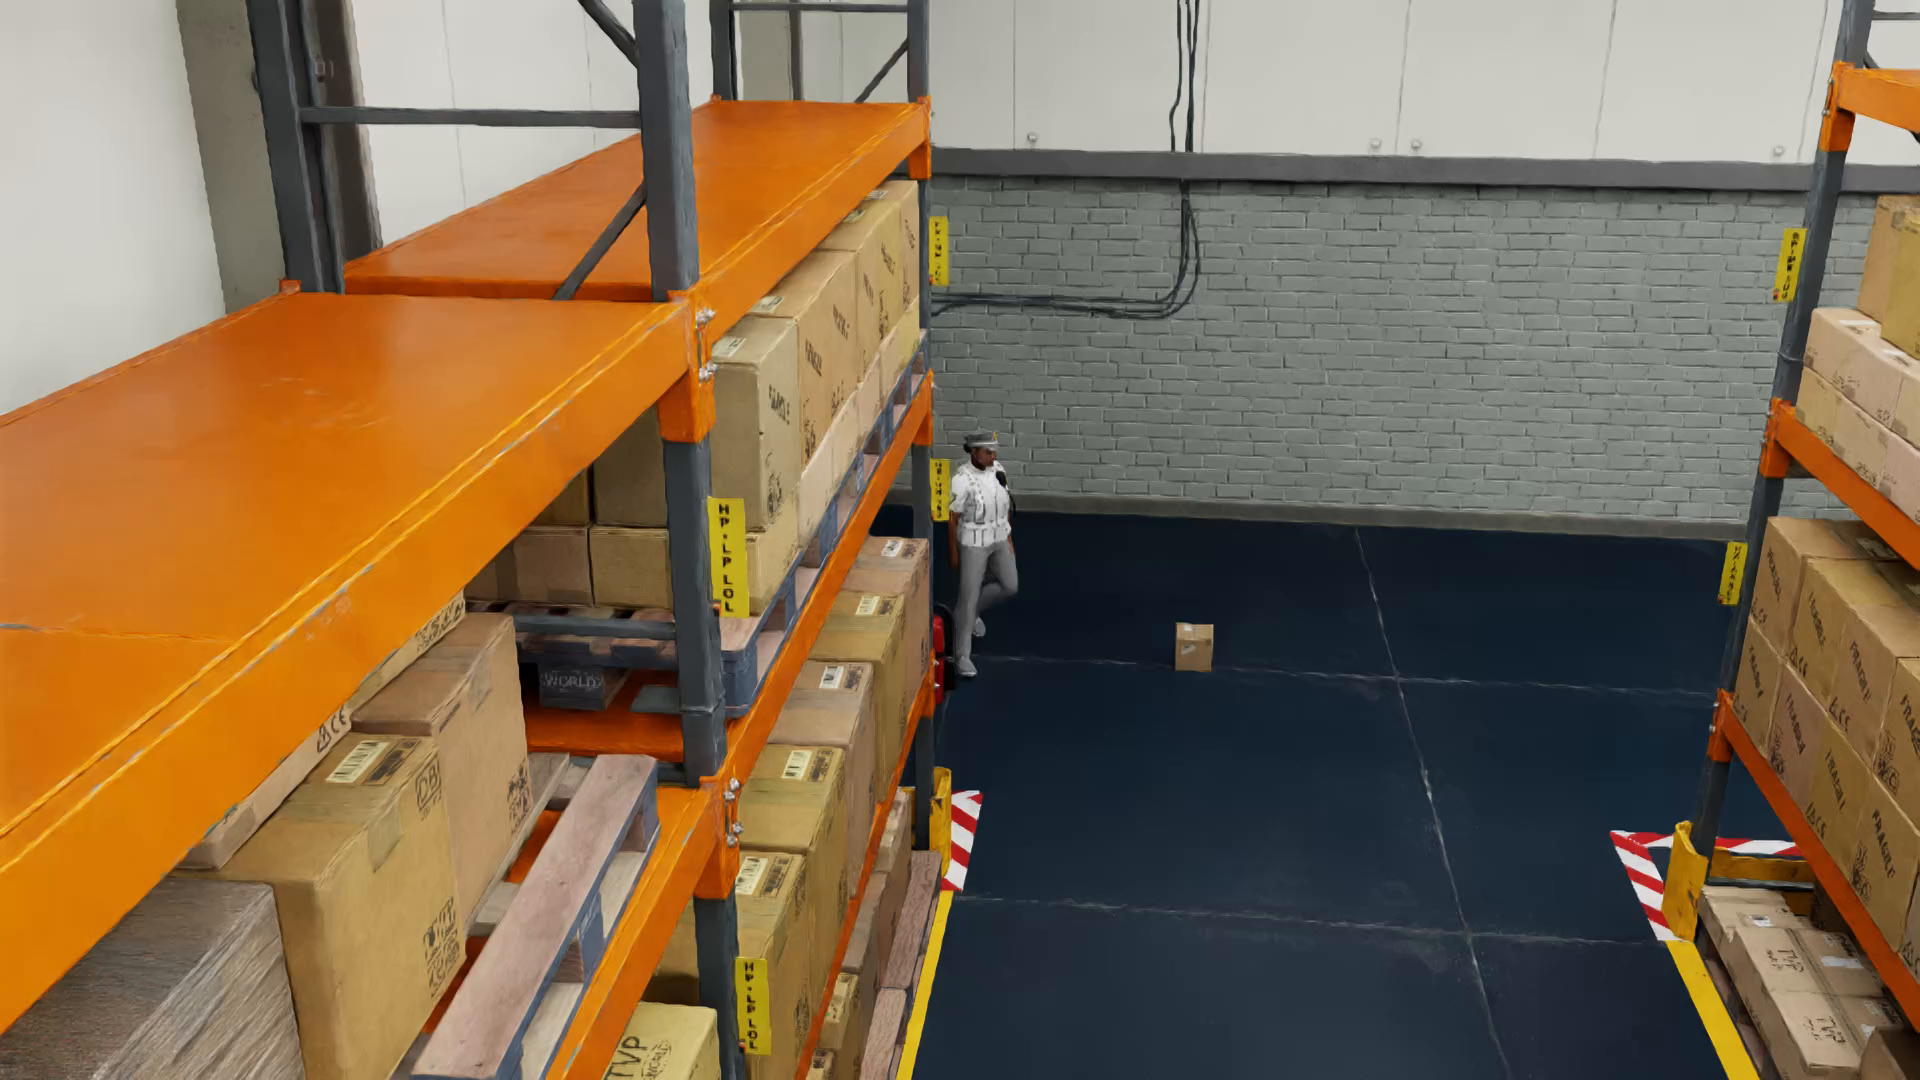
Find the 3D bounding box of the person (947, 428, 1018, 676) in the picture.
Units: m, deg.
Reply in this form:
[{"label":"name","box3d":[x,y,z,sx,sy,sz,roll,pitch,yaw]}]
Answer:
[{"label":"person","box3d":[0.099,0.027,11.355,0.582,1.669,0.541,-18,27,-38]}]
